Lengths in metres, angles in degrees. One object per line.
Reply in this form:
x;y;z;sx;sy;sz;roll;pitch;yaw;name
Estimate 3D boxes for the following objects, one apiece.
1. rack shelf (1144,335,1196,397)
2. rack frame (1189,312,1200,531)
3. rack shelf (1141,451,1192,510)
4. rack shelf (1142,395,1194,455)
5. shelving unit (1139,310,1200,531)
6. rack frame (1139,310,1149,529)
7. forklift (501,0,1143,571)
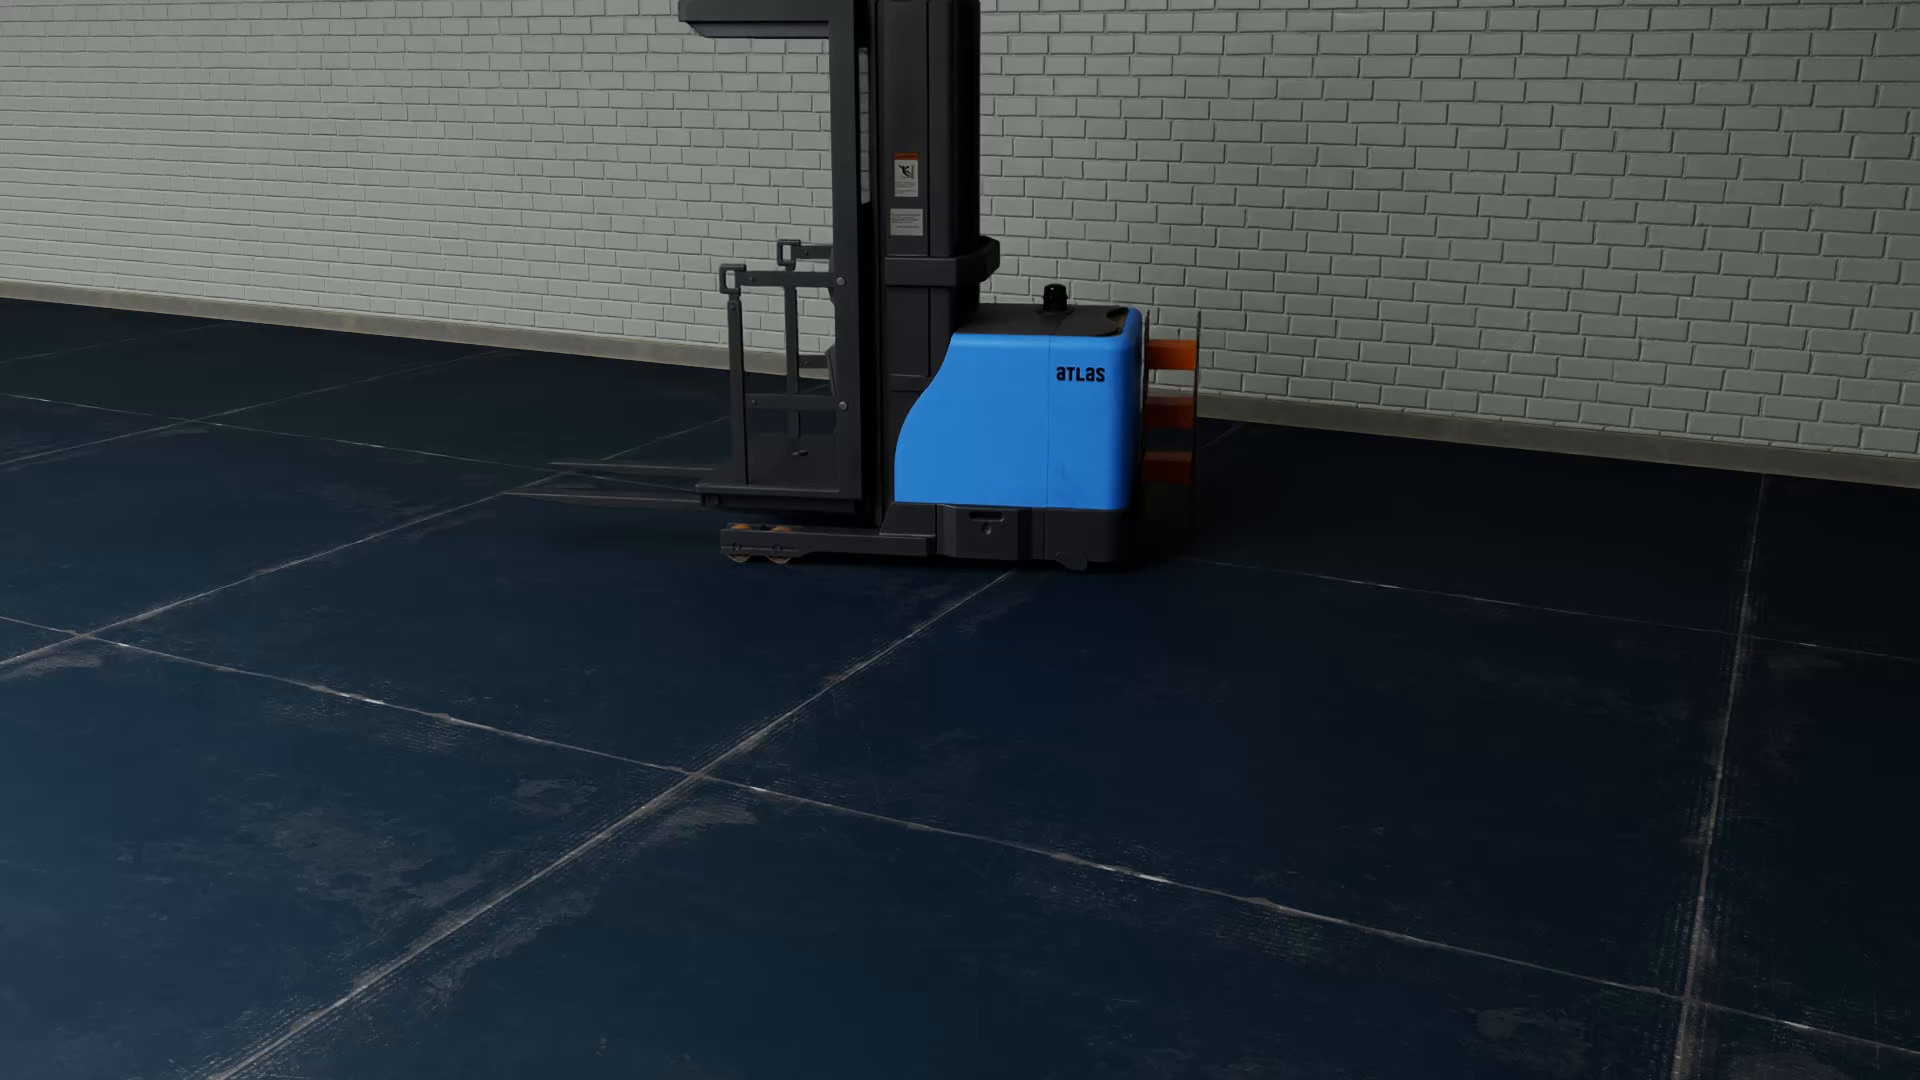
1.023;-0.843;8.060;0.240;0.259;0.215;3;17;9;rack shelf
1.143;-0.576;8.119;0.008;1.050;0.200;3;17;9;rack frame
1.023;-0.305;8.220;0.240;0.259;0.215;3;17;9;rack shelf
1.023;-0.571;8.141;0.240;0.259;0.215;3;17;9;rack shelf
1.023;-0.581;8.138;0.252;1.050;0.215;3;17;9;shelving unit
0.902;-0.587;8.157;0.008;1.050;0.200;3;17;9;rack frame
-0.664;-1.444;7.738;3.031;2.935;1.130;3;17;8;forklift
